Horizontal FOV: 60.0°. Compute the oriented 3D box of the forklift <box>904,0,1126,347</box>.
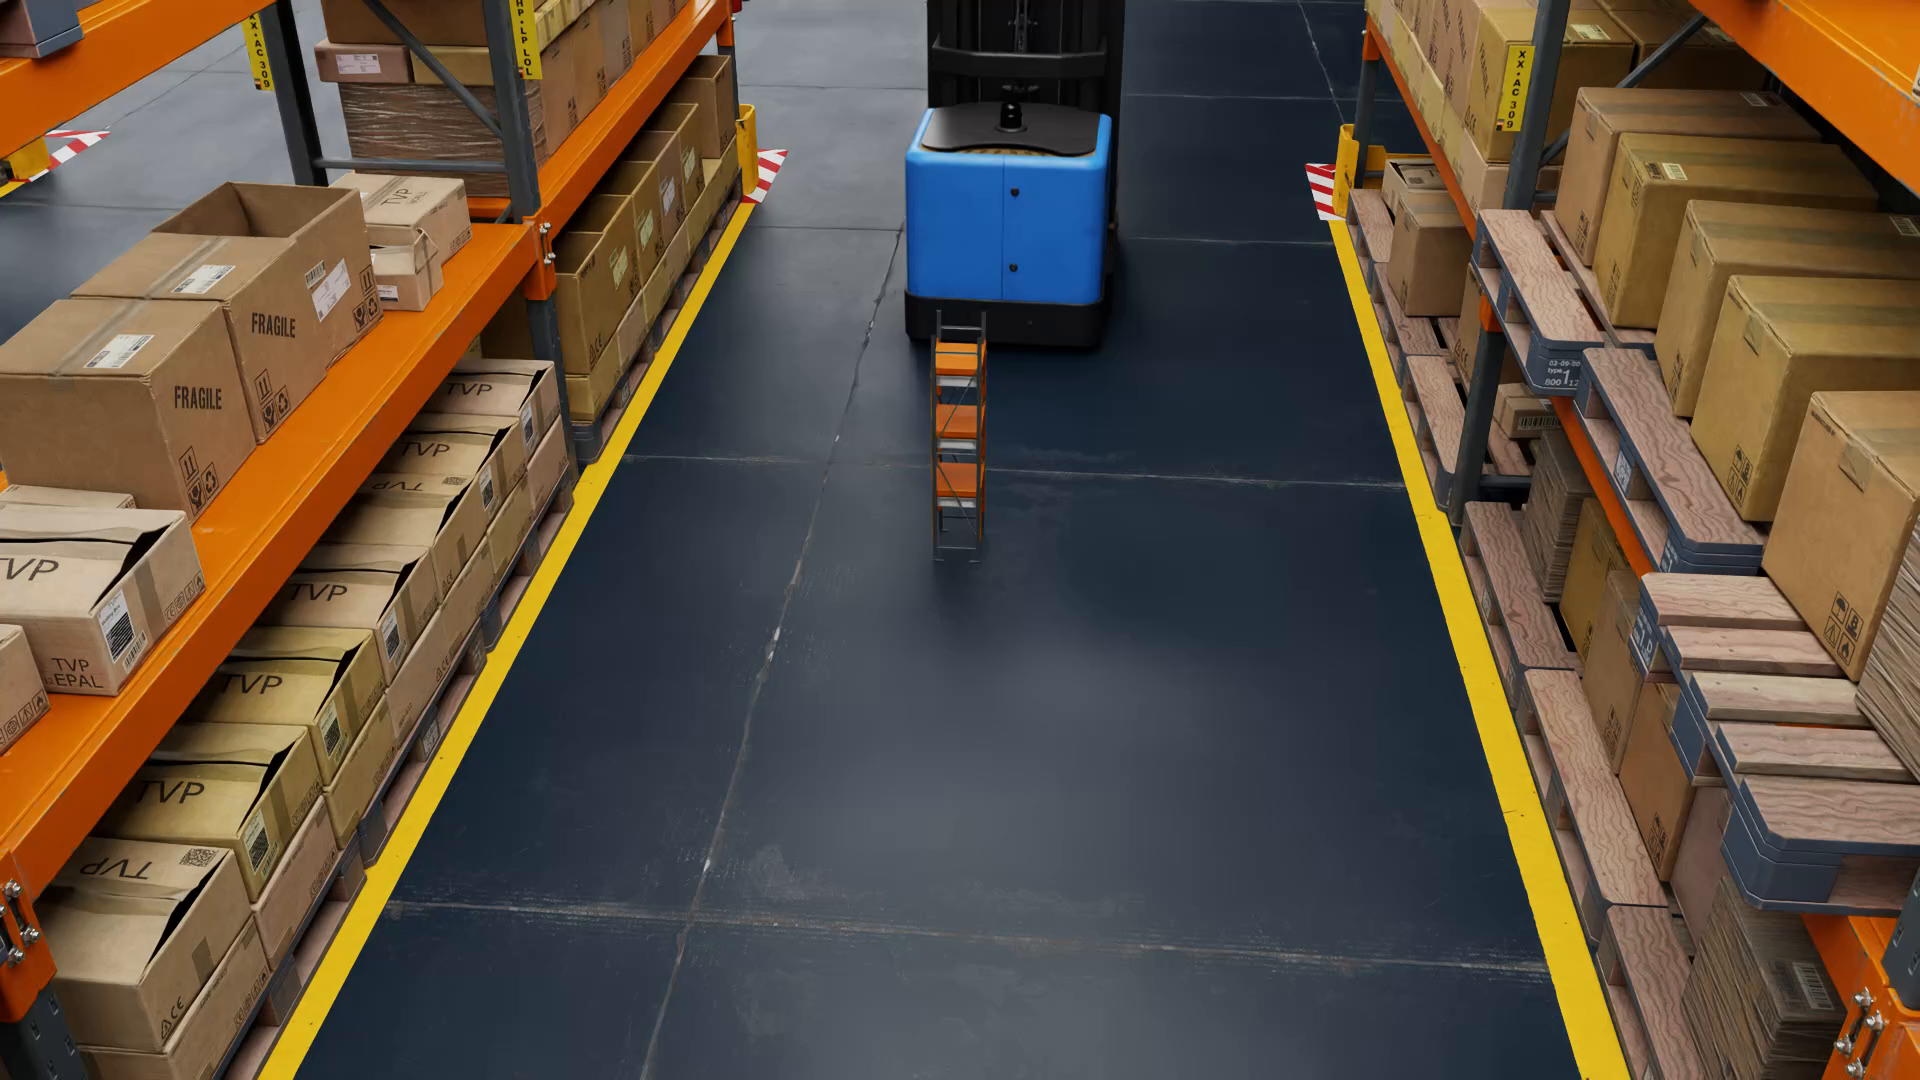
[{"bbox_3d":[0.391,-3.018,9.354,1.130,2.935,3.031,3,32,6],"label":"forklift"}]

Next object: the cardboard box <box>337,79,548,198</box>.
[{"bbox_3d":[-2.237,-1.824,7.255,0.700,0.500,0.500,2,32,3],"label":"cardboard box"}]

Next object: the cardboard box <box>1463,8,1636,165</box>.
[{"bbox_3d":[2.401,-1.864,6.824,0.500,0.500,0.500,2,32,4],"label":"cardboard box"}]

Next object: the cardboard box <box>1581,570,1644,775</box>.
[{"bbox_3d":[2.554,0.460,5.607,0.700,0.500,0.500,3,32,5],"label":"cardboard box"}]

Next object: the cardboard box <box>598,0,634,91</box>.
[{"bbox_3d":[-2.115,-2.630,8.563,0.700,0.500,0.500,3,32,5],"label":"cardboard box"}]

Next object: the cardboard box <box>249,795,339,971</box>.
[{"bbox_3d":[-2.217,1.010,4.972,0.500,0.250,0.500,2,32,3],"label":"cardboard box"}]

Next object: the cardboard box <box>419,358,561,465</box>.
[{"bbox_3d":[-2.014,-0.572,7.005,0.500,0.311,0.500,2,32,4],"label":"cardboard box"}]

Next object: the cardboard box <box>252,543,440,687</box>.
[{"bbox_3d":[-2.137,0.224,5.714,0.500,0.311,0.500,2,32,3],"label":"cardboard box"}]

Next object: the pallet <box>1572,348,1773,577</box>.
[{"bbox_3d":[2.466,-0.203,4.903,1.003,0.211,1.213,2,32,4],"label":"pallet"}]

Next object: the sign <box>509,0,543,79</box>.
[{"bbox_3d":[-1.725,-1.990,6.592,0.100,0.325,0.005,2,32,4],"label":"sign"}]

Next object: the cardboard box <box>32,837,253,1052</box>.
[{"bbox_3d":[-2.257,1.034,4.399,0.500,0.311,0.500,3,32,6],"label":"cardboard box"}]

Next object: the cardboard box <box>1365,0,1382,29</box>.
[{"bbox_3d":[2.641,-3.134,9.600,0.500,0.250,0.500,2,32,3],"label":"cardboard box"}]

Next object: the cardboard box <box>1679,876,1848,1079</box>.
[{"bbox_3d":[2.352,1.250,4.325,0.700,0.500,0.500,3,32,5],"label":"cardboard box"}]

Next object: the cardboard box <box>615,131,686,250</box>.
[{"bbox_3d":[-1.797,-1.890,8.964,0.500,0.500,0.500,2,32,4],"label":"cardboard box"}]

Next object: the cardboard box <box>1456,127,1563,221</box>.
[{"bbox_3d":[2.408,-1.545,7.021,0.500,0.250,0.500,3,32,4],"label":"cardboard box"}]

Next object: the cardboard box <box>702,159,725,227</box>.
[{"bbox_3d":[-1.719,-2.094,10.009,0.500,0.250,0.500,2,32,4],"label":"cardboard box"}]

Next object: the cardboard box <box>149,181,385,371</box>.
[{"bbox_3d":[-2.388,-0.915,5.781,0.500,0.500,0.500,5,32,8],"label":"cardboard box"}]

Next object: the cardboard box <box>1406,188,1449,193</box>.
[{"bbox_3d":[2.804,-1.818,9.484,0.500,0.311,0.500,5,32,8],"label":"cardboard box"}]

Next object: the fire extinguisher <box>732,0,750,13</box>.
[{"bbox_3d":[-1.468,-3.650,10.387,0.296,0.674,0.183,2,32,4],"label":"fire extinguisher"}]

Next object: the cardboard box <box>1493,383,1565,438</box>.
[{"bbox_3d":[2.685,-0.602,7.648,0.380,0.166,0.250,-2,32,-2],"label":"cardboard box"}]

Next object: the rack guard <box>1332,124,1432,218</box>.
[{"bbox_3d":[2.991,-2.327,10.550,1.175,0.500,0.348,2,32,4],"label":"rack guard"}]

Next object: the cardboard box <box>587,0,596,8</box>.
[{"bbox_3d":[-1.951,-2.674,8.016,0.380,0.149,0.250,2,32,3],"label":"cardboard box"}]

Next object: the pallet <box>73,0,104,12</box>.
[{"bbox_3d":[-2.538,-1.598,4.304,1.003,0.211,1.213,4,32,6],"label":"pallet"}]

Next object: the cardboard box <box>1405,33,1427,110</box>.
[{"bbox_3d":[2.522,-2.332,8.298,0.500,0.250,0.500,3,32,4],"label":"cardboard box"}]

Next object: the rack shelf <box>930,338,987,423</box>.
[{"bbox_3d":[-0.004,-0.652,6.786,0.215,0.259,0.240,2,32,4],"label":"rack shelf"}]

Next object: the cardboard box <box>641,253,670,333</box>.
[{"bbox_3d":[-1.835,-1.309,8.736,0.500,0.250,0.500,2,32,4],"label":"cardboard box"}]

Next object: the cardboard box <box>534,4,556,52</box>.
[{"bbox_3d":[-2.012,-2.266,7.355,0.380,0.149,0.250,2,32,3],"label":"cardboard box"}]

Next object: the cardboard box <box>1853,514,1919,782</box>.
[{"bbox_3d":[2.374,0.276,3.428,0.700,0.500,0.500,-1,32,-2],"label":"cardboard box"}]

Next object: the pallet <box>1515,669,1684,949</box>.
[{"bbox_3d":[2.513,0.895,5.597,1.003,0.211,1.213,2,32,4],"label":"pallet"}]

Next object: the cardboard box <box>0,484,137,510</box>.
[{"bbox_3d":[-2.544,-0.020,4.662,0.380,0.149,0.250,5,32,8],"label":"cardboard box"}]

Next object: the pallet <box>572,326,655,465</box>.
[{"bbox_3d":[-2.160,-0.776,8.308,1.003,0.211,1.213,2,32,4],"label":"pallet"}]

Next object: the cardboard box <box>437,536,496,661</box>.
[{"bbox_3d":[-2.095,0.204,6.281,0.500,0.250,0.500,3,32,5],"label":"cardboard box"}]

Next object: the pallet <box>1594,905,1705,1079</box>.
[{"bbox_3d":[2.411,1.531,4.565,1.003,0.211,1.213,2,32,4],"label":"pallet"}]

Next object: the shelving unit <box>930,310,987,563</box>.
[{"bbox_3d":[-0.004,-0.419,6.929,0.215,1.050,0.252,2,32,4],"label":"shelving unit"}]

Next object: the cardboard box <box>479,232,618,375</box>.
[{"bbox_3d":[-1.917,-1.106,7.691,0.500,0.500,0.500,2,32,4],"label":"cardboard box"}]

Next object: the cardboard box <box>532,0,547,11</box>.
[{"bbox_3d":[-2.197,-2.640,7.344,0.700,0.500,0.500,2,32,4],"label":"cardboard box"}]

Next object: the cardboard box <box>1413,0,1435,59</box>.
[{"bbox_3d":[2.530,-2.660,8.116,0.500,0.500,0.500,3,32,6],"label":"cardboard box"}]

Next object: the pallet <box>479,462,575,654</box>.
[{"bbox_3d":[-2.288,0.025,7.008,1.003,0.211,1.213,2,32,4],"label":"pallet"}]

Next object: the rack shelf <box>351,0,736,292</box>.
[{"bbox_3d":[-2.104,-2.289,8.790,1.077,0.370,4.000,2,32,4],"label":"rack shelf"}]

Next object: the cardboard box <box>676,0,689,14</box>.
[{"bbox_3d":[-1.992,-3.440,9.877,0.700,0.500,0.500,2,32,4],"label":"cardboard box"}]

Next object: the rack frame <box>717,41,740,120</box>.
[{"bbox_3d":[-1.941,-3.641,10.298,1.000,3.000,0.127,2,32,4],"label":"rack frame"}]

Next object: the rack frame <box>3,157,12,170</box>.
[{"bbox_3d":[-6.877,-3.854,10.645,1.000,3.000,0.127,2,32,4],"label":"rack frame"}]

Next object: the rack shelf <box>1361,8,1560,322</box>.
[{"bbox_3d":[2.834,-2.079,8.450,1.077,0.370,4.000,2,32,4],"label":"rack shelf"}]

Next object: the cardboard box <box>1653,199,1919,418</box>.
[{"bbox_3d":[2.521,-0.667,4.959,0.700,0.500,0.500,7,32,11],"label":"cardboard box"}]
